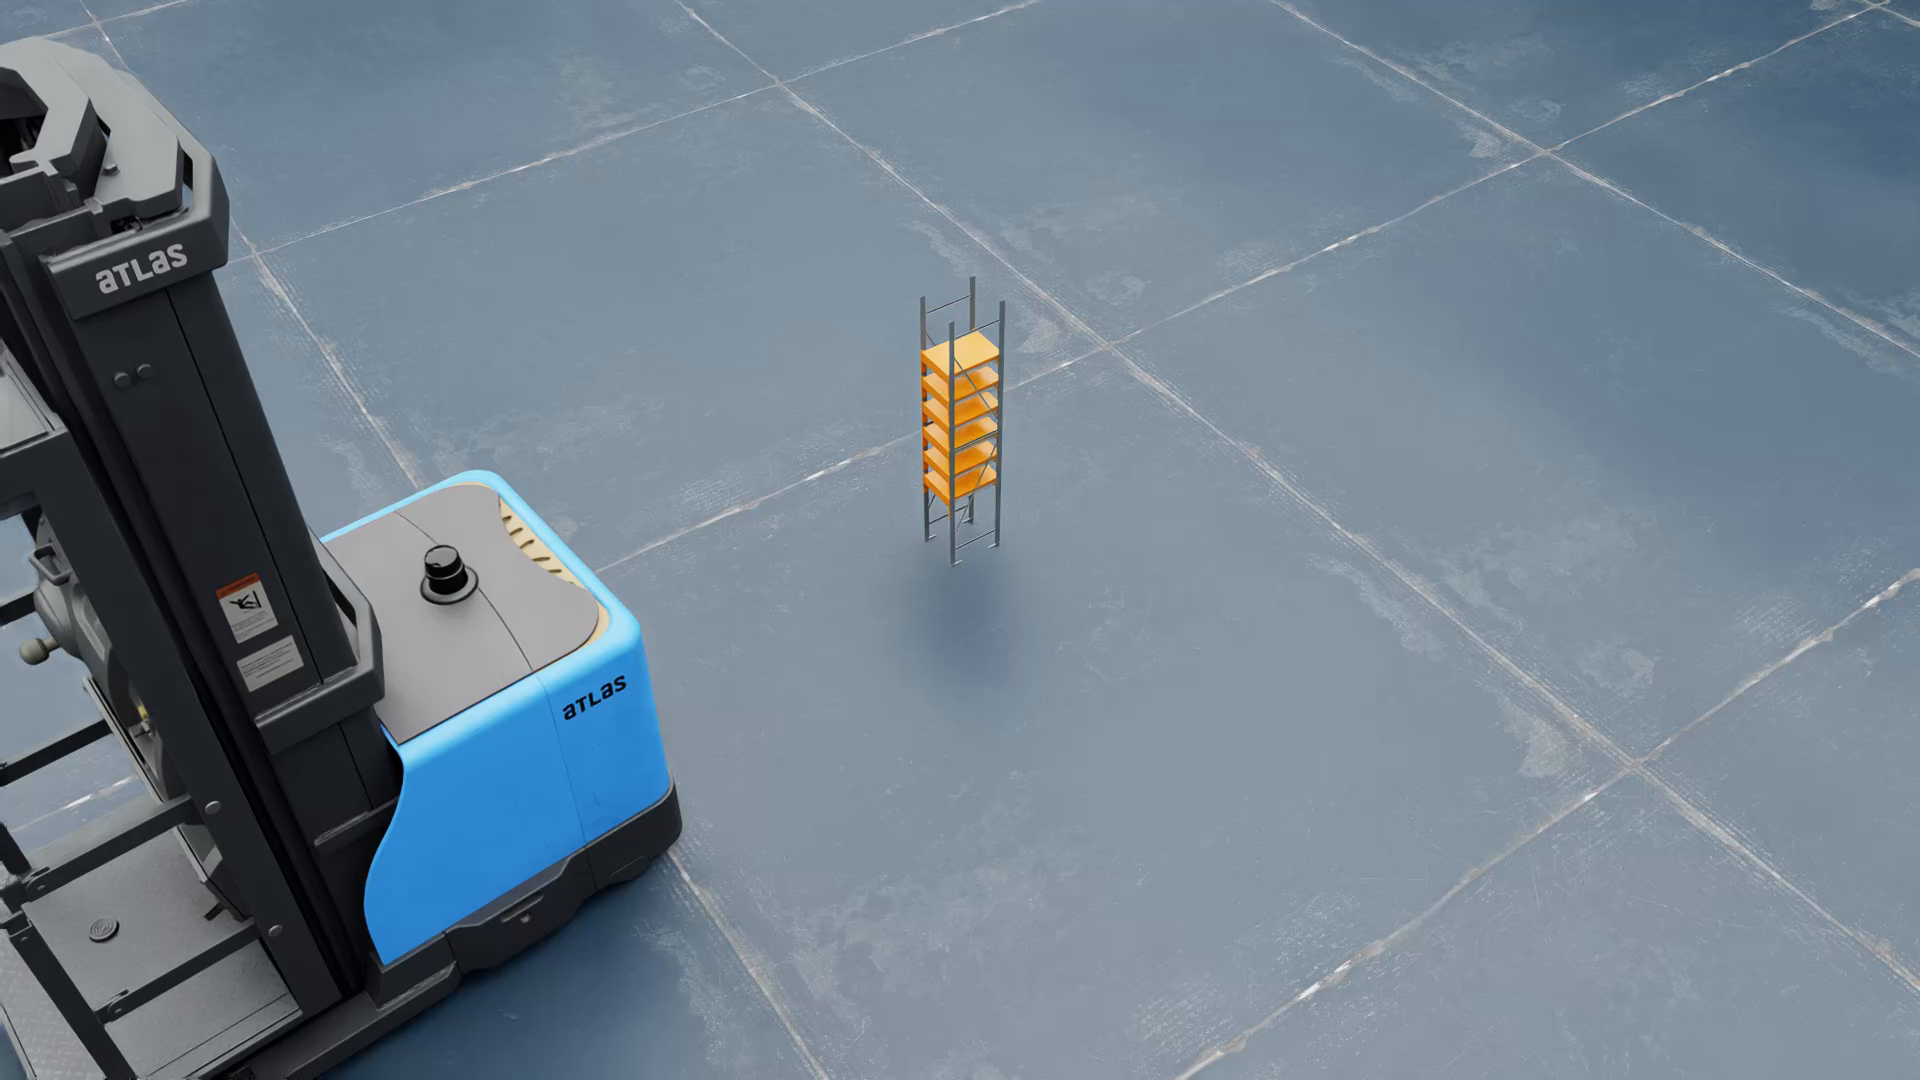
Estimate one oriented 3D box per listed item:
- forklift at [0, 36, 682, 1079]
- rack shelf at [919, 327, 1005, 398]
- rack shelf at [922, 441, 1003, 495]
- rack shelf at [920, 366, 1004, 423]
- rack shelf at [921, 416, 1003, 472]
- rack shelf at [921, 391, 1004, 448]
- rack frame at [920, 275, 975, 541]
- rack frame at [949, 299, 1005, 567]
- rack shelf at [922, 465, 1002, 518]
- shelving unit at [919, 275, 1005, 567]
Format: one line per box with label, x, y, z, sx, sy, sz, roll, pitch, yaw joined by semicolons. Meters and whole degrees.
forklift;-2.395;0.367;4.243;3.031;2.935;1.130;-30;51;-28
rack shelf;0.008;-0.654;6.109;0.258;0.103;0.180;-26;49;-24
rack shelf;0.008;-0.307;6.441;0.258;0.103;0.180;-26;49;-24
rack shelf;0.008;-0.567;6.192;0.258;0.103;0.180;-26;49;-24
rack shelf;0.008;-0.394;6.358;0.258;0.103;0.180;-26;49;-24
rack shelf;0.008;-0.480;6.275;0.258;0.103;0.180;-26;49;-24
rack frame;-0.044;-0.478;6.381;0.240;1.200;0.006;-26;49;-24
rack frame;0.061;-0.374;6.273;0.240;1.200;0.006;-26;49;-24
rack shelf;0.008;-0.220;6.524;0.258;0.103;0.180;-26;49;-24
shelving unit;0.008;-0.426;6.327;0.258;1.200;0.189;-26;49;-24
